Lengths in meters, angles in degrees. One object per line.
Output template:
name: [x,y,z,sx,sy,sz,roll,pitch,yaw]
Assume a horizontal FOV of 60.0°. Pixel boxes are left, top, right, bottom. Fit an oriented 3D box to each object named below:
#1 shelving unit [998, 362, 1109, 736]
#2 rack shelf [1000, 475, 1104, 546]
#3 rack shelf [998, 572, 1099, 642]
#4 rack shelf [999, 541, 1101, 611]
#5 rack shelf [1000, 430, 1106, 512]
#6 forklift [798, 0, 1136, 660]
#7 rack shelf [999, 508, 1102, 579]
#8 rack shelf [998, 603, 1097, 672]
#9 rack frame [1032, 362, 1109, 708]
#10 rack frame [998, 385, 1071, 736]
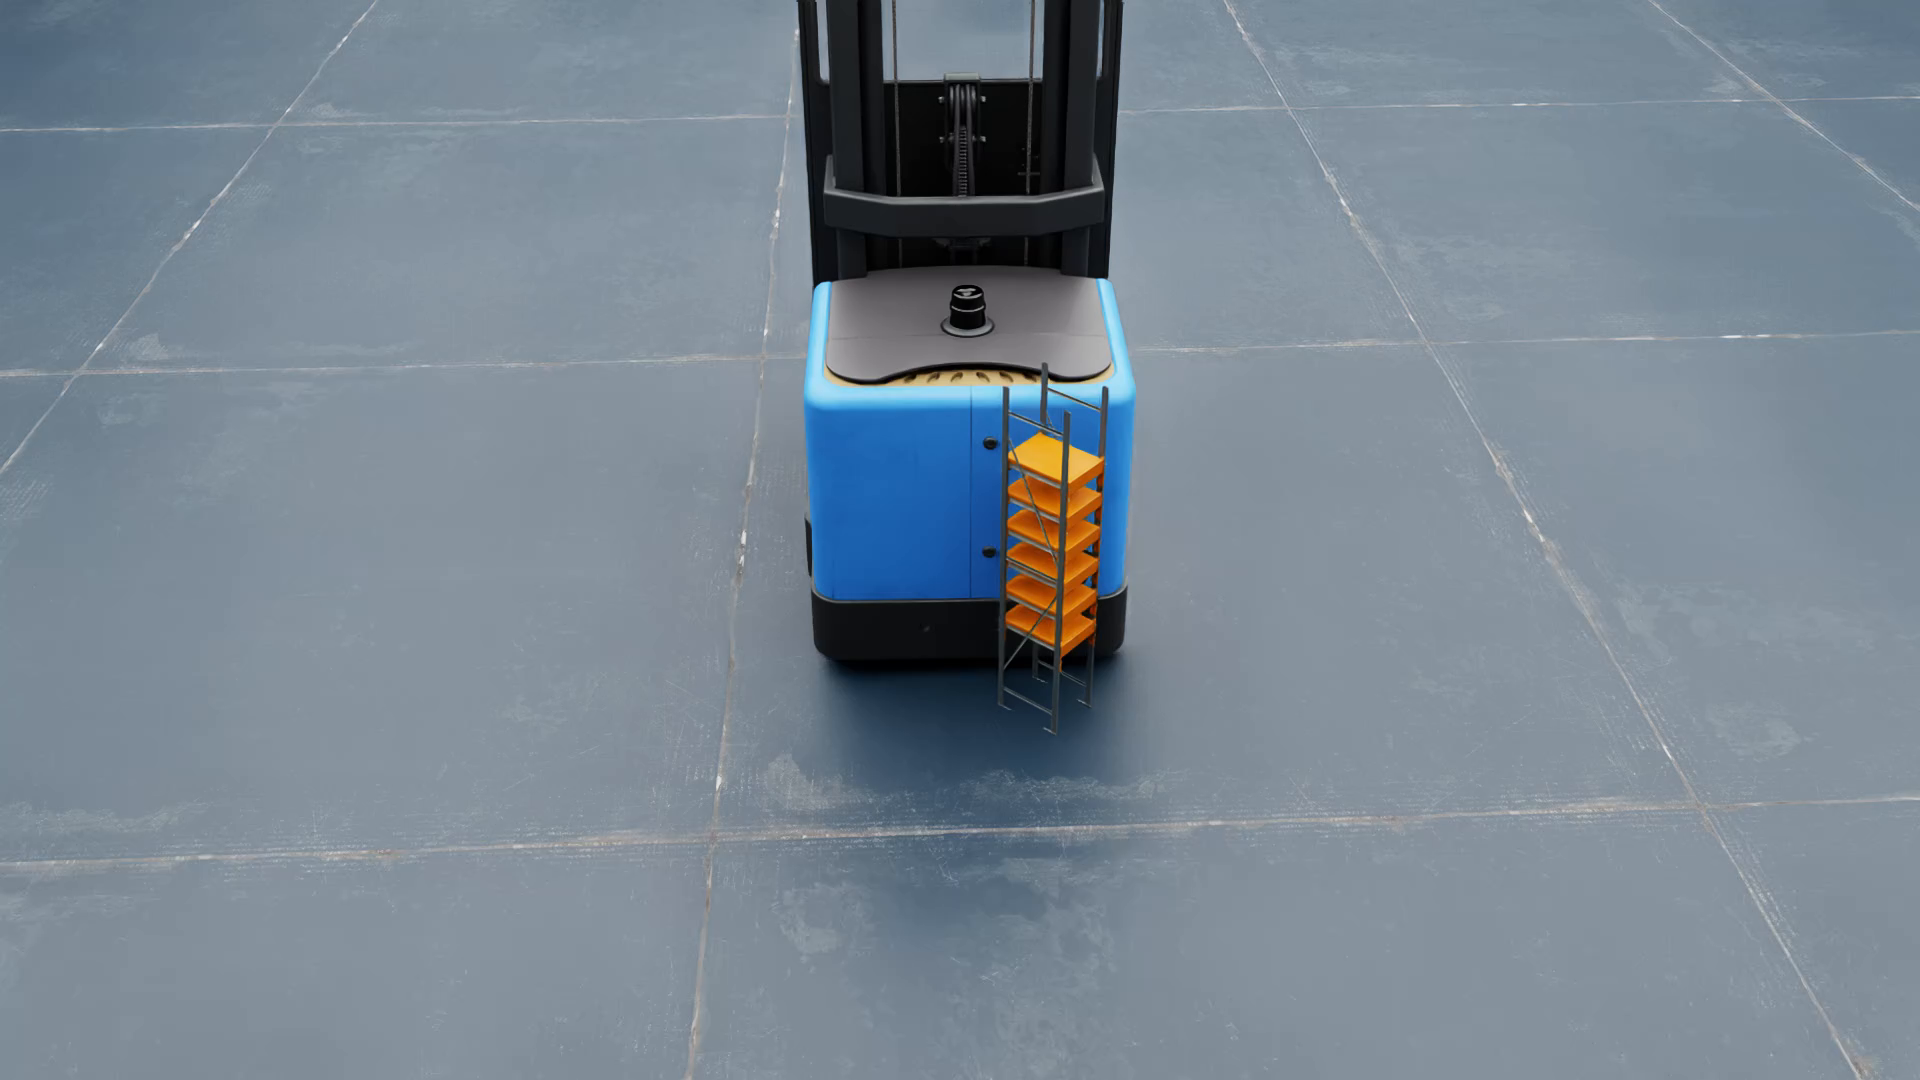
shelving unit: [0.276,0.053,5.120,0.258,1.200,0.189,25,42,32]
rack shelf: [0.276,-0.108,5.008,0.258,0.103,0.180,25,42,32]
rack shelf: [0.276,0.188,5.213,0.258,0.103,0.180,25,42,32]
rack shelf: [0.276,0.089,5.145,0.258,0.103,0.180,25,42,32]
rack shelf: [0.276,-0.207,4.940,0.258,0.103,0.180,25,42,32]
forklift: [-0.005,-1.613,6.004,1.130,2.935,3.031,-1,35,-1]
rack shelf: [0.276,-0.010,5.077,0.258,0.103,0.180,25,42,32]
rack shelf: [0.276,0.286,5.281,0.258,0.103,0.180,25,42,32]
rack frame: [0.335,0.013,5.177,0.240,1.200,0.006,25,42,32]
rack frame: [0.217,0.093,5.062,0.240,1.200,0.006,25,42,32]
